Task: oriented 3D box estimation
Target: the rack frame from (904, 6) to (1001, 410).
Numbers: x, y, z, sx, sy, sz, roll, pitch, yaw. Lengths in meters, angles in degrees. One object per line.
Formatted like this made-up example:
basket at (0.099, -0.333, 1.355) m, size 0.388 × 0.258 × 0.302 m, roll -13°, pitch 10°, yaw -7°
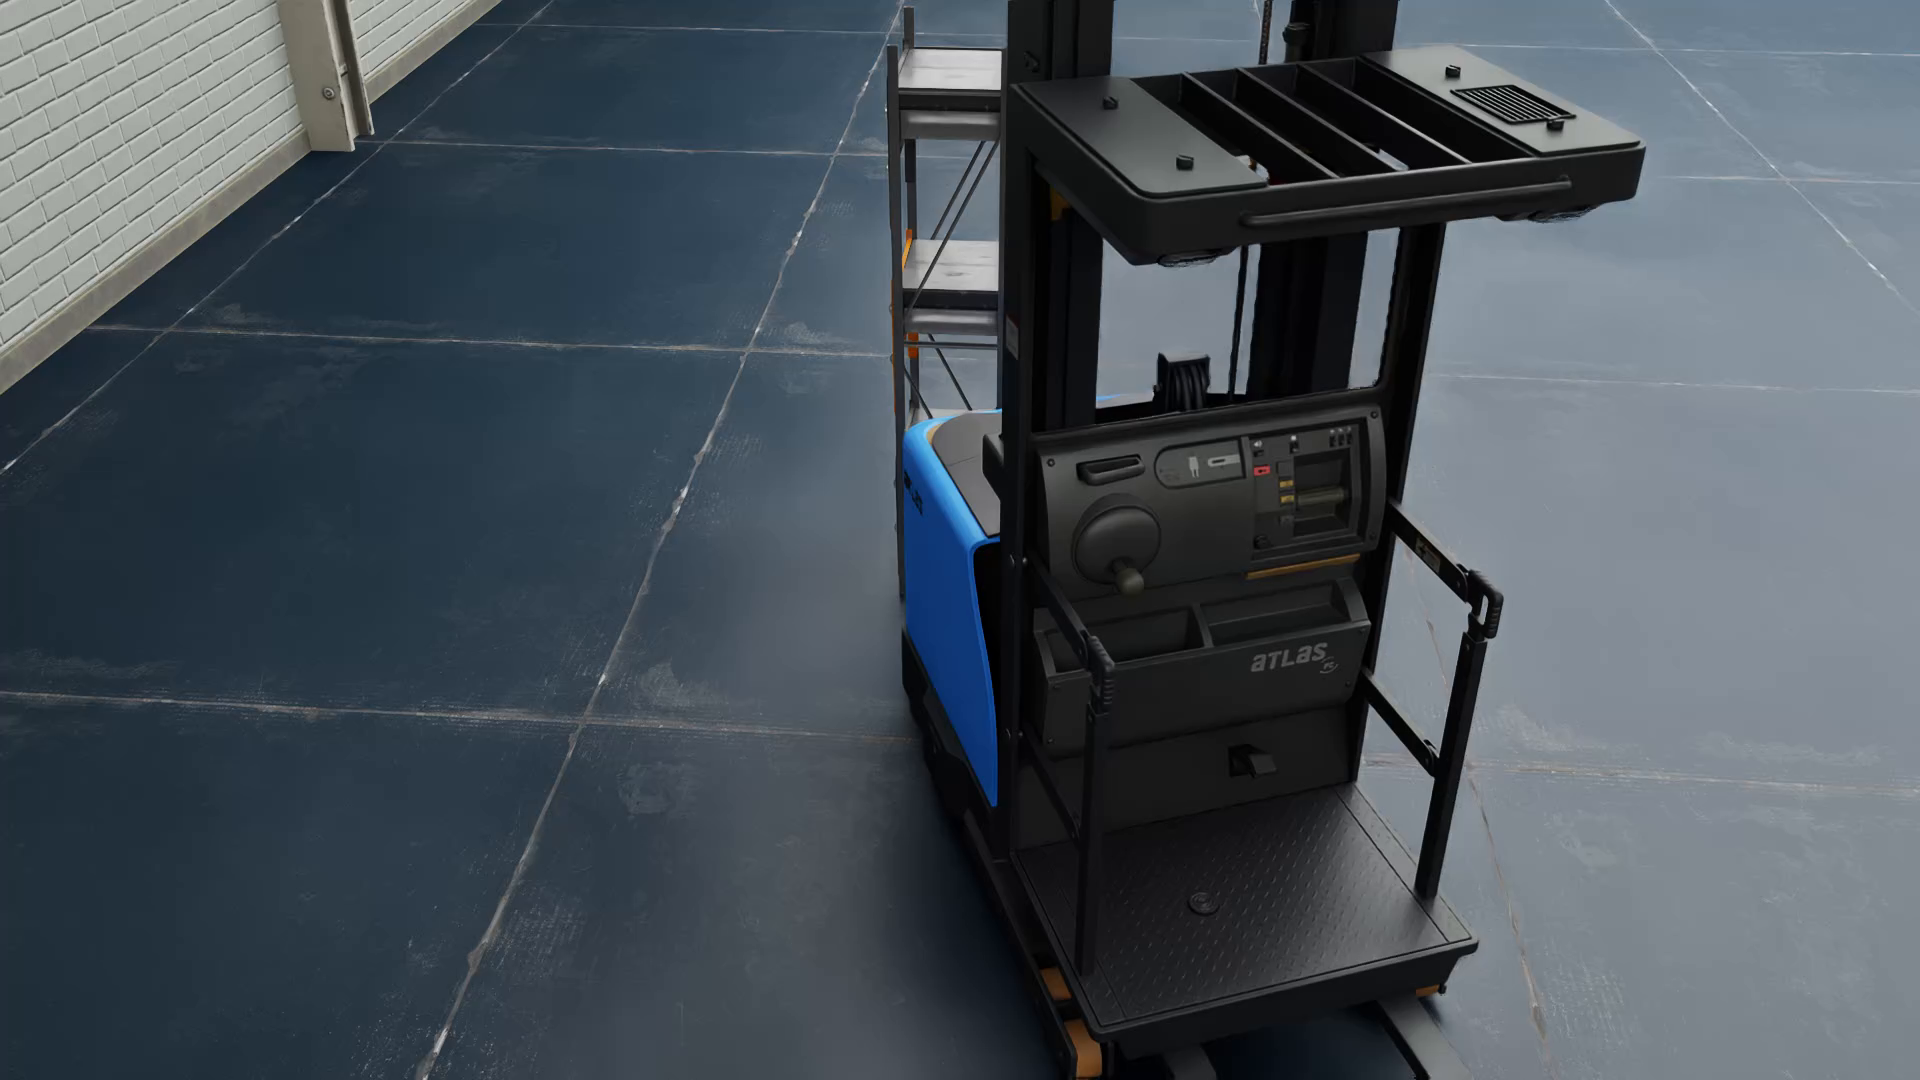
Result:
rack frame at (0.006, -0.935, 6.266) m, size 0.400 × 2.100 × 0.015 m, roll 2°, pitch 32°, yaw 4°

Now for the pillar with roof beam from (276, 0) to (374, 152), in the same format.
pillar with roof beam at (0.177, -6.298, 8.392) m, size 9.100 × 9.000 × 0.400 m, roll 2°, pitch 32°, yaw 4°

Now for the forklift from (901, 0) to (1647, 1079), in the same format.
forklift at (0.714, -0.047, 4.033) m, size 1.130 × 2.935 × 3.031 m, roll -9°, pitch 33°, yaw -14°

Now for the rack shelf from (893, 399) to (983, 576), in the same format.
rack shelf at (-0.013, -0.200, 6.433) m, size 0.431 × 0.518 × 0.480 m, roll 2°, pitch 32°, yaw 4°

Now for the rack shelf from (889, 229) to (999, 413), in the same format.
rack shelf at (-0.013, -0.796, 6.066) m, size 0.431 × 0.518 × 0.480 m, roll 2°, pitch 32°, yaw 4°

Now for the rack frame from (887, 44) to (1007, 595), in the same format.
rack frame at (-0.033, -0.680, 5.852) m, size 0.400 × 2.100 × 0.015 m, roll 2°, pitch 32°, yaw 4°

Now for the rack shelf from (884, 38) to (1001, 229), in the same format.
rack shelf at (-0.014, -1.392, 5.699) m, size 0.431 × 0.518 × 0.480 m, roll 2°, pitch 32°, yaw 4°

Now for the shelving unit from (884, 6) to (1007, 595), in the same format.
shelving unit at (-0.013, -0.807, 6.059) m, size 0.431 × 2.100 × 0.503 m, roll 2°, pitch 32°, yaw 4°
